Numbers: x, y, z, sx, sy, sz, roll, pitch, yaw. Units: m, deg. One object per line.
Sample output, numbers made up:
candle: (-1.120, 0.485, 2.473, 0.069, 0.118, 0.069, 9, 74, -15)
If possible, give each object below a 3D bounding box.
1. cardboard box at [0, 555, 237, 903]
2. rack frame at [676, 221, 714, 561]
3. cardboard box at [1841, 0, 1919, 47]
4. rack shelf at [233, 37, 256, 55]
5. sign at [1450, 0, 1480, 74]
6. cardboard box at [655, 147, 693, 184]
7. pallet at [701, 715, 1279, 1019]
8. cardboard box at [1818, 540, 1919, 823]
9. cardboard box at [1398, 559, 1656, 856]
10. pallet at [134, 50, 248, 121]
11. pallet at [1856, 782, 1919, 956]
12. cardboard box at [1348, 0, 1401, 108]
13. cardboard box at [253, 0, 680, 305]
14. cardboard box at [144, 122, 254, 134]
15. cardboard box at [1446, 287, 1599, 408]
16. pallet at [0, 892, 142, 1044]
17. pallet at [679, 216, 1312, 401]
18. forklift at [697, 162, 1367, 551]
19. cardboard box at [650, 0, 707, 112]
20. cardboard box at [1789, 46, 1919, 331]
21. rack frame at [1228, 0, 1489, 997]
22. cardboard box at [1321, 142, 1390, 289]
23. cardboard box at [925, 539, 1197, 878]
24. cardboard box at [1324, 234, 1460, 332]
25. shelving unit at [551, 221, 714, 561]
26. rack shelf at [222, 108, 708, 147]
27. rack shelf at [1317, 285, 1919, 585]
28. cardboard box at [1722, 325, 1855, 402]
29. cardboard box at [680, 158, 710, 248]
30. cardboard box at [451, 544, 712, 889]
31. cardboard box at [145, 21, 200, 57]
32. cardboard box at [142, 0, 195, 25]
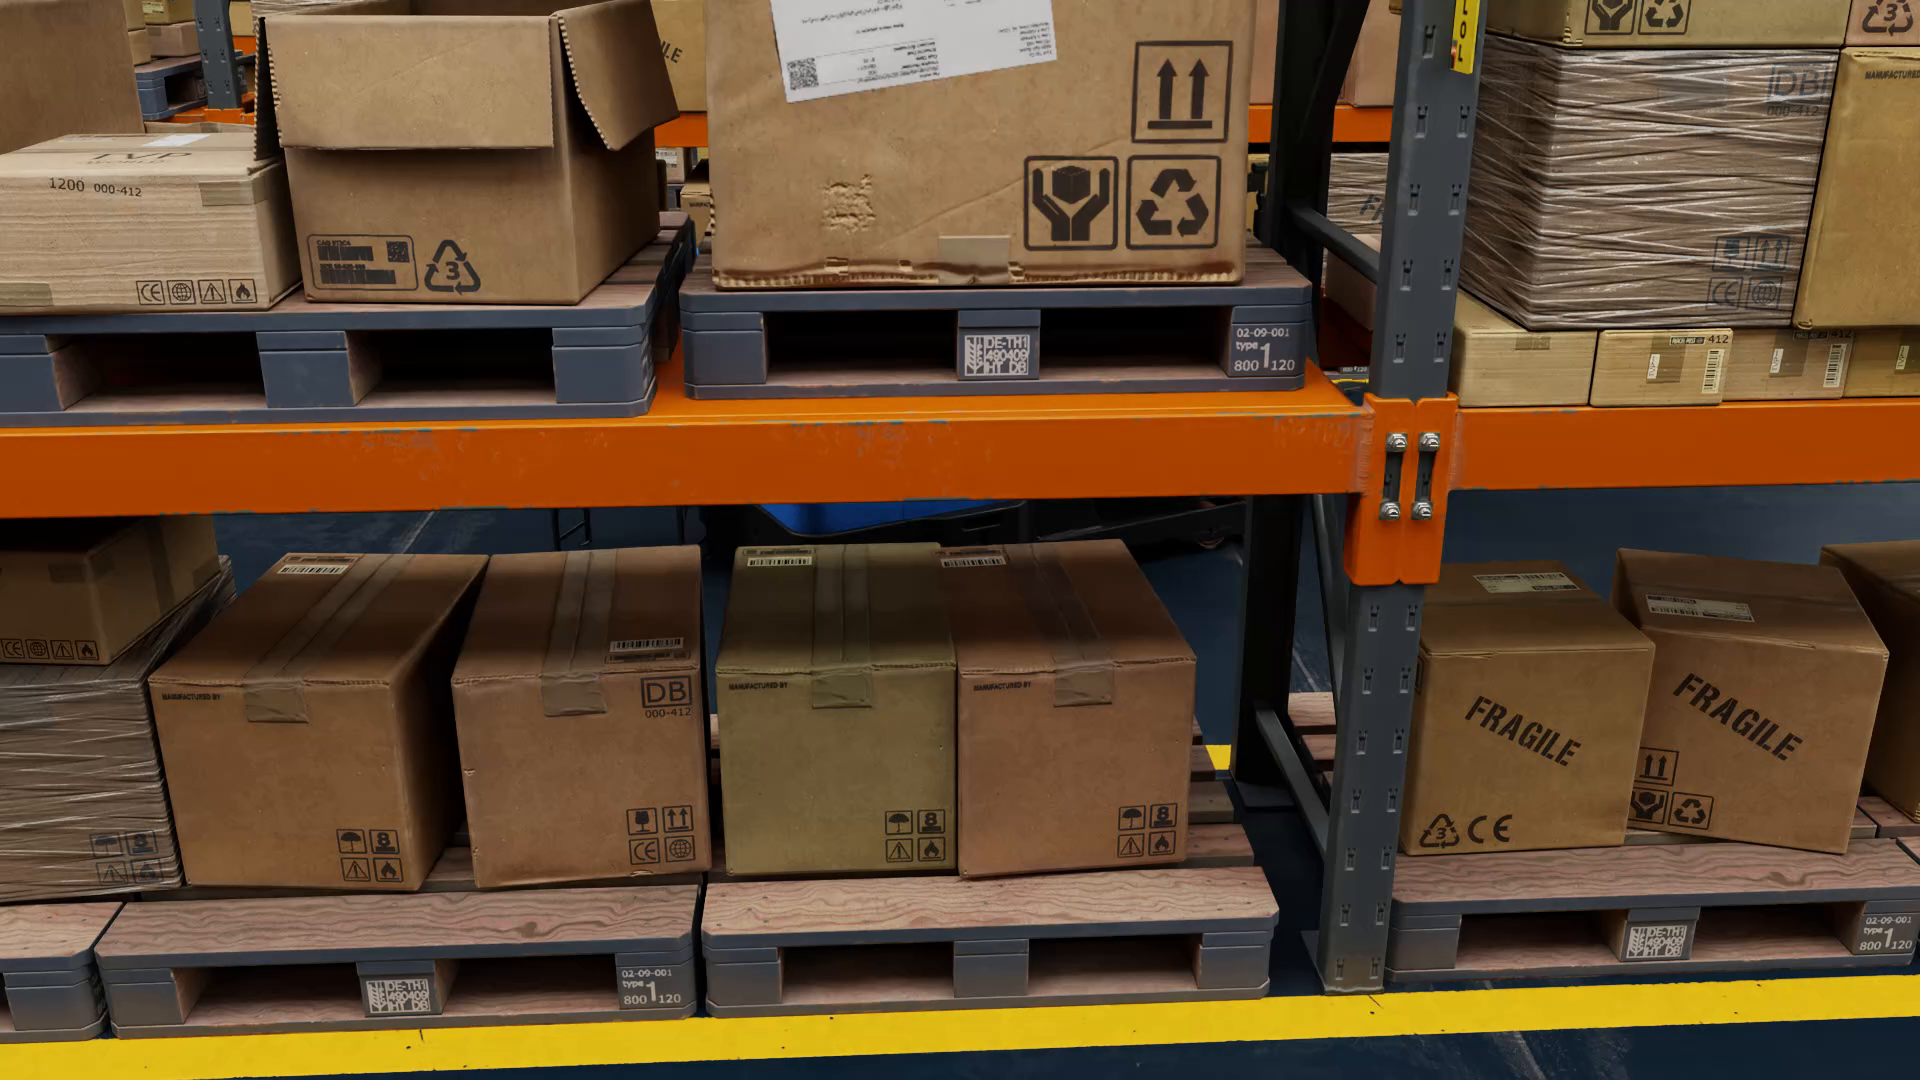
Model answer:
cardboard box: (-1.957, 0.403, 3.741, 0.500, 0.500, 0.700, -3, 21, -8)
rack frame: (-0.925, -0.464, 5.653, 0.015, 1.200, 0.240, 6, 22, 16)
cardboard box: (1.779, -1.187, 3.059, 0.500, 0.500, 0.500, -1, 21, -3)
rack shelf: (-5.740, -3.666, 12.547, 4.000, 0.370, 1.077, -1, 21, -3)
sign: (0.851, -0.948, 2.769, 0.005, 0.325, 0.100, -1, 21, -3)
cardboard box: (-2.443, -3.037, 12.986, 0.625, 0.372, 0.950, -2, 21, -4)
pallet: (0.038, 0.715, 3.946, 1.213, 0.211, 1.003, -1, 21, -3)
cardboard box: (2.404, 0.319, 3.990, 0.500, 0.500, 0.500, -3, 21, -8)
cardboard box: (1.217, 0.374, 3.846, 0.500, 0.500, 0.500, -2, 21, -5)
pallet: (-4.065, -2.145, 7.809, 1.003, 0.211, 1.213, -1, 21, -3)
pallet: (2.705, 0.647, 4.125, 1.213, 0.211, 1.003, -1, 21, -3)
cardboard box: (2.095, -2.438, 8.099, 0.550, 0.550, 0.875, -1, 21, -3)
cardboard box: (-0.910, -0.781, 3.221, 0.637, 0.503, 0.797, 1, 21, 2)
cardboard box: (-1.528, -0.786, 3.569, 0.258, 0.266, 0.396, -2, 21, -5)
cardboard box: (1.048, -0.384, 3.268, 0.250, 0.149, 0.380, -1, 21, -3)
pallet: (-2.398, 0.765, 3.815, 1.213, 0.211, 1.003, -1, 21, -3)
pallet: (0.044, -0.551, 3.621, 1.213, 0.211, 1.003, -1, 21, -3)
forklift: (0.581, -1.496, 5.930, 3.031, 2.935, 1.130, -11, 23, -26)
cardboard box: (-1.388, -2.278, 7.747, 0.500, 0.500, 0.500, -1, 21, -4)
cardboard box: (1.770, -0.775, 3.382, 0.500, 0.500, 0.875, -1, 21, -3)
rack frame: (0.816, -0.604, 3.492, 0.127, 3.000, 1.000, -1, 21, -3)
cardboard box: (2.165, -1.579, 8.449, 0.875, 0.875, 0.875, -1, 21, -3)
cardboard box: (0.201, 0.363, 3.846, 0.500, 0.500, 0.700, -3, 21, -7)
cardboard box: (1.014, -0.596, 3.823, 0.250, 0.149, 0.380, -1, 21, -3)
shelving unit: (-1.158, -0.489, 5.719, 0.503, 1.200, 0.258, 6, 22, 16)
rack shelf: (-1.363, -1.991, 8.147, 4.000, 0.370, 1.077, -1, 21, -3)
rack shelf: (2.812, -0.309, 3.727, 4.000, 0.370, 1.077, -1, 21, -3)
cardboard box: (1.546, -0.400, 3.308, 0.250, 0.149, 0.380, -1, 21, -3)
cardboard box: (-0.944, -1.450, 8.286, 0.750, 0.750, 1.050, -1, 21, -3)
cardboard box: (-0.834, 0.378, 3.808, 0.500, 0.500, 0.700, -3, 21, -8)
cardboard box: (-3.818, -2.428, 8.047, 0.250, 0.149, 0.380, -1, 21, -4)
cardboard box: (-3.854, -2.566, 7.991, 0.250, 0.149, 0.380, 0, 21, -1)
